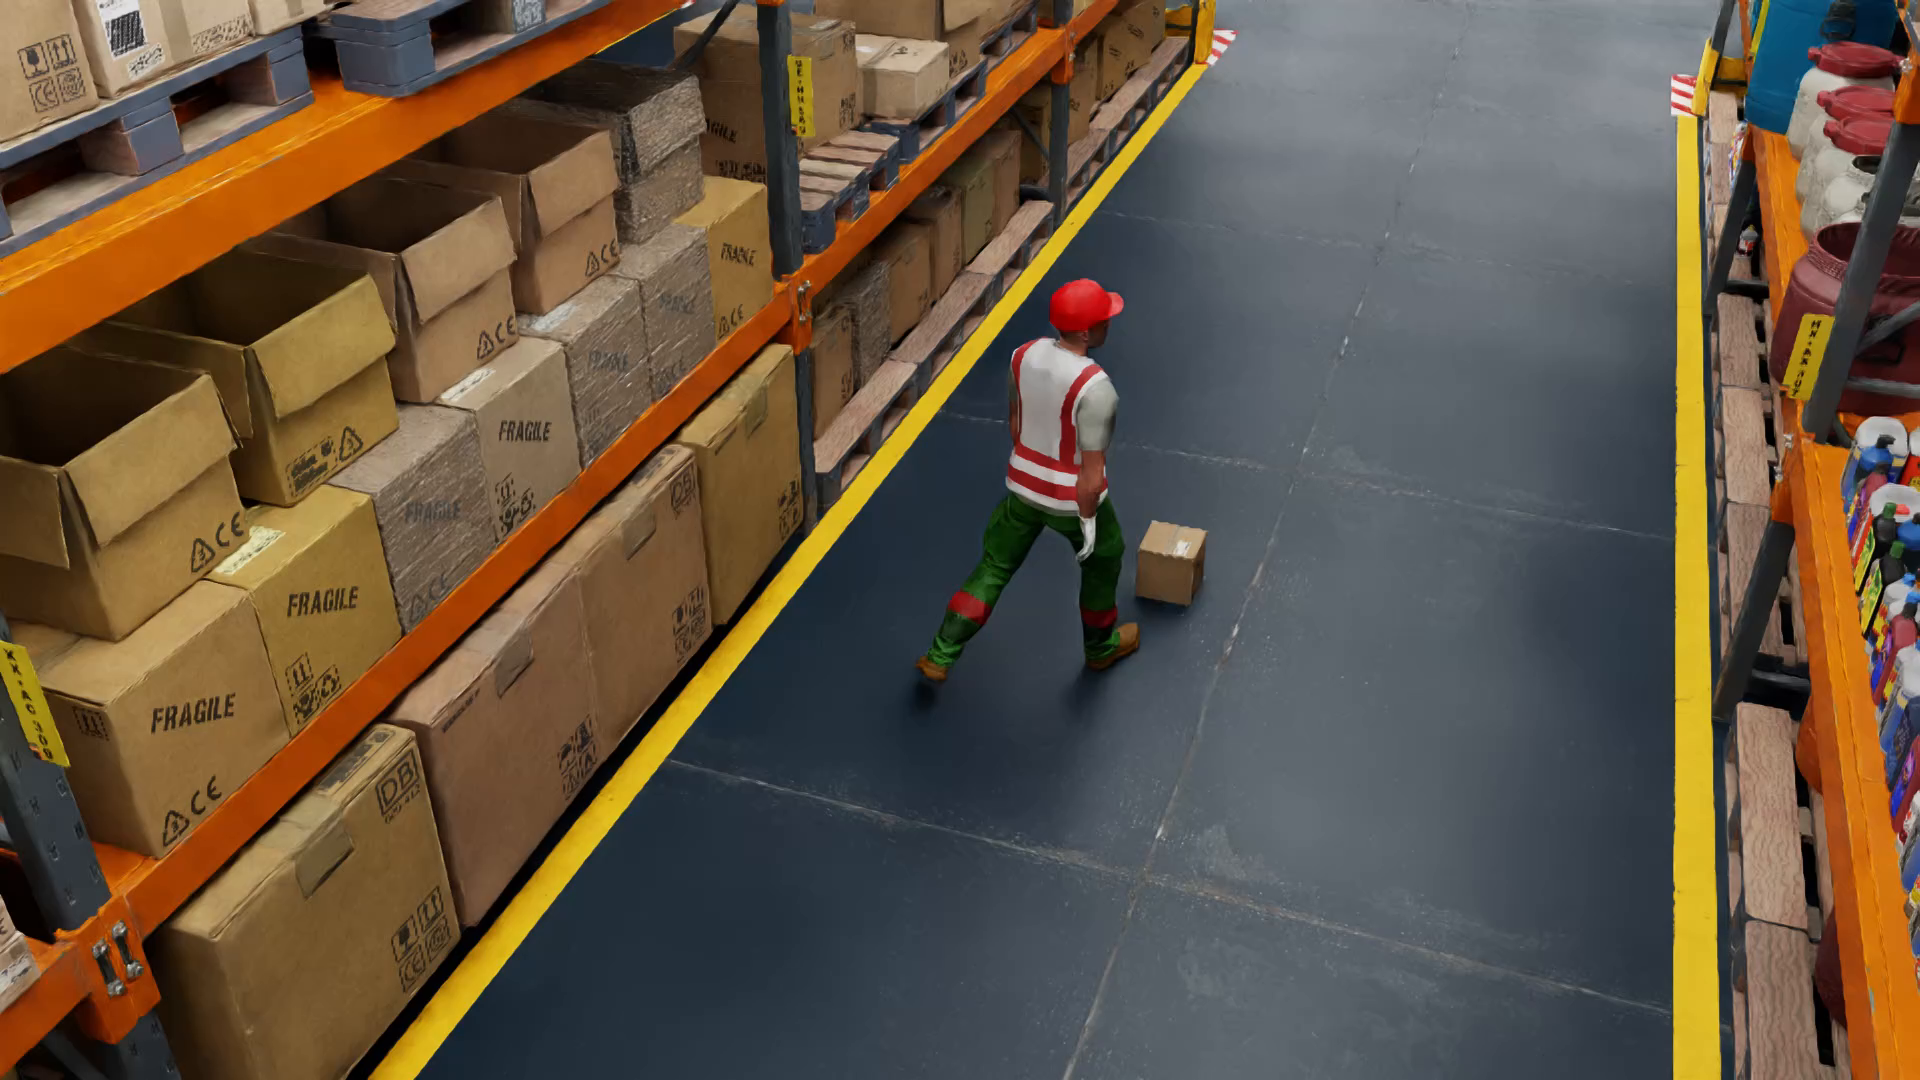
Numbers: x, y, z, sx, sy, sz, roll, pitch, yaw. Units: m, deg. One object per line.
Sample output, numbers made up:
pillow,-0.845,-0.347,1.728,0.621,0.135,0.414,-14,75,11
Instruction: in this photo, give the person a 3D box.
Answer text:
person,0.296,-0.181,6.415,0.643,1.767,0.974,25,41,33
